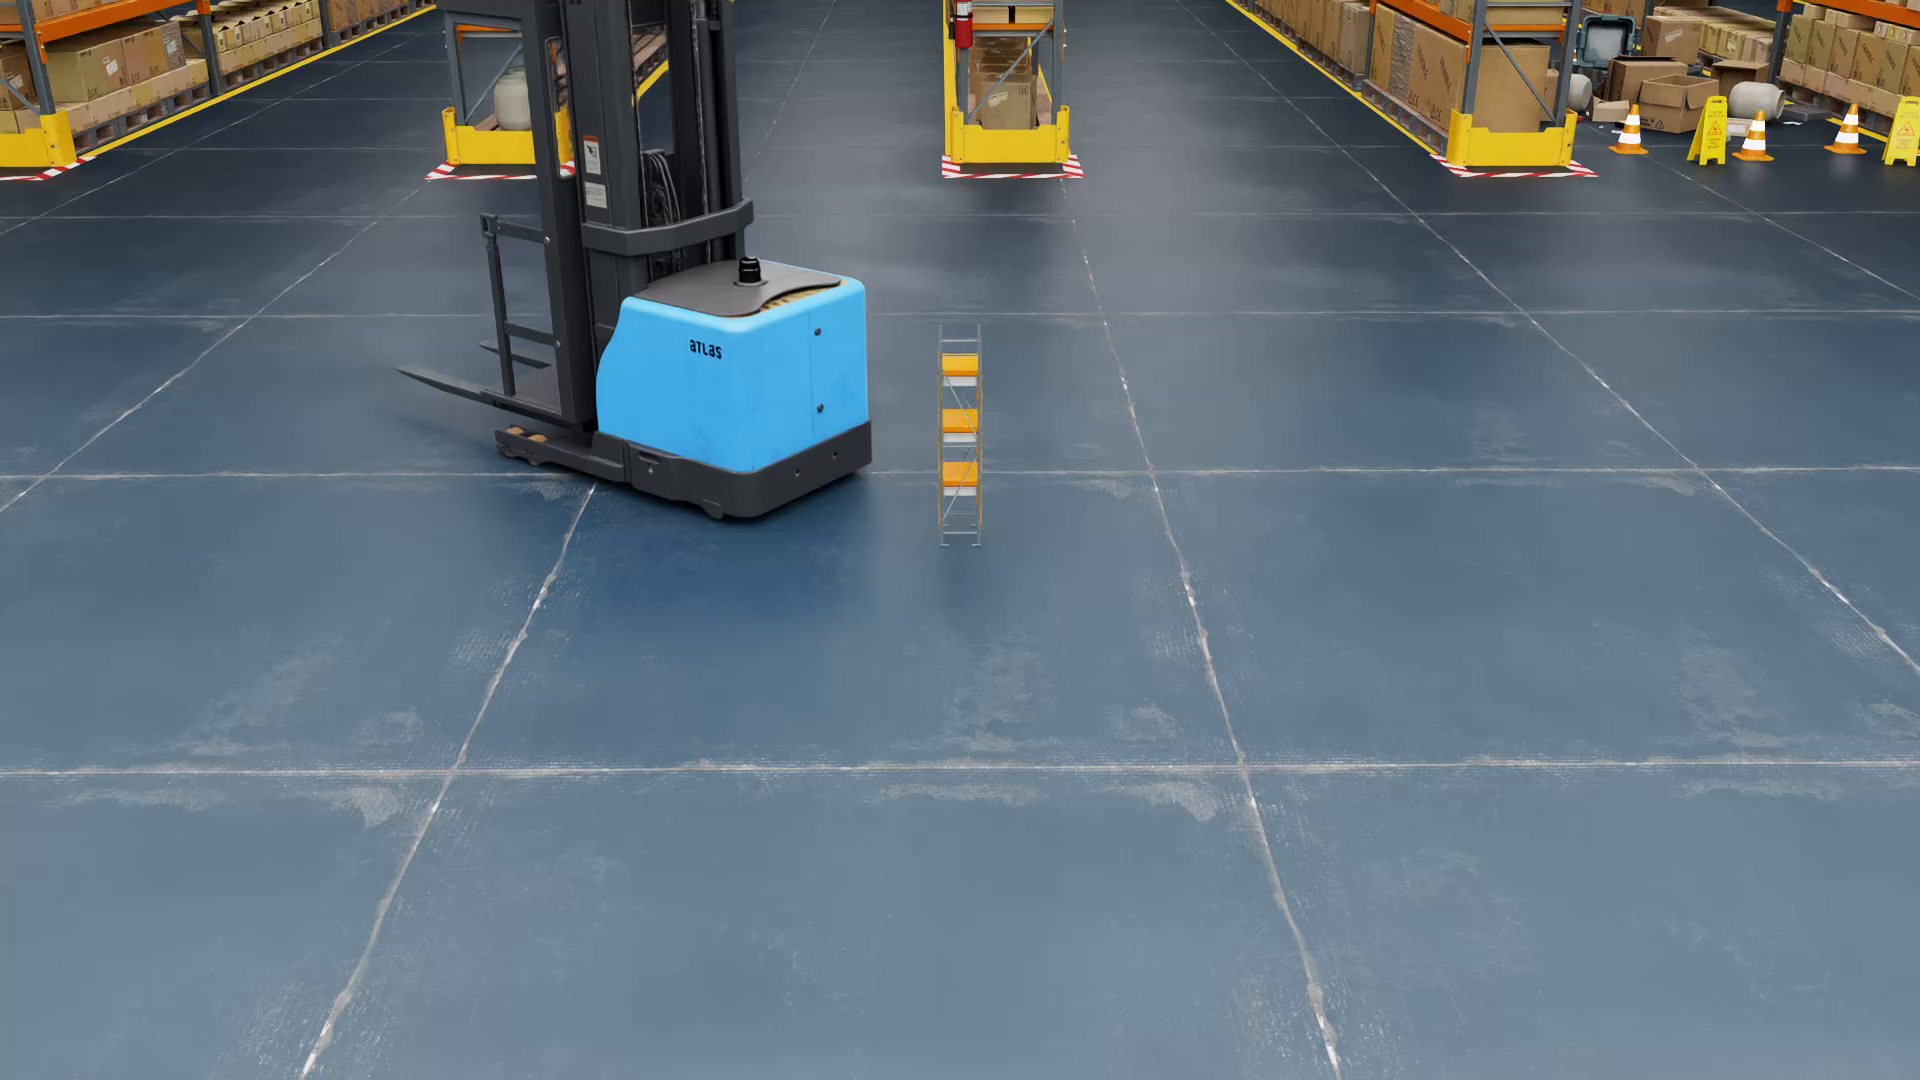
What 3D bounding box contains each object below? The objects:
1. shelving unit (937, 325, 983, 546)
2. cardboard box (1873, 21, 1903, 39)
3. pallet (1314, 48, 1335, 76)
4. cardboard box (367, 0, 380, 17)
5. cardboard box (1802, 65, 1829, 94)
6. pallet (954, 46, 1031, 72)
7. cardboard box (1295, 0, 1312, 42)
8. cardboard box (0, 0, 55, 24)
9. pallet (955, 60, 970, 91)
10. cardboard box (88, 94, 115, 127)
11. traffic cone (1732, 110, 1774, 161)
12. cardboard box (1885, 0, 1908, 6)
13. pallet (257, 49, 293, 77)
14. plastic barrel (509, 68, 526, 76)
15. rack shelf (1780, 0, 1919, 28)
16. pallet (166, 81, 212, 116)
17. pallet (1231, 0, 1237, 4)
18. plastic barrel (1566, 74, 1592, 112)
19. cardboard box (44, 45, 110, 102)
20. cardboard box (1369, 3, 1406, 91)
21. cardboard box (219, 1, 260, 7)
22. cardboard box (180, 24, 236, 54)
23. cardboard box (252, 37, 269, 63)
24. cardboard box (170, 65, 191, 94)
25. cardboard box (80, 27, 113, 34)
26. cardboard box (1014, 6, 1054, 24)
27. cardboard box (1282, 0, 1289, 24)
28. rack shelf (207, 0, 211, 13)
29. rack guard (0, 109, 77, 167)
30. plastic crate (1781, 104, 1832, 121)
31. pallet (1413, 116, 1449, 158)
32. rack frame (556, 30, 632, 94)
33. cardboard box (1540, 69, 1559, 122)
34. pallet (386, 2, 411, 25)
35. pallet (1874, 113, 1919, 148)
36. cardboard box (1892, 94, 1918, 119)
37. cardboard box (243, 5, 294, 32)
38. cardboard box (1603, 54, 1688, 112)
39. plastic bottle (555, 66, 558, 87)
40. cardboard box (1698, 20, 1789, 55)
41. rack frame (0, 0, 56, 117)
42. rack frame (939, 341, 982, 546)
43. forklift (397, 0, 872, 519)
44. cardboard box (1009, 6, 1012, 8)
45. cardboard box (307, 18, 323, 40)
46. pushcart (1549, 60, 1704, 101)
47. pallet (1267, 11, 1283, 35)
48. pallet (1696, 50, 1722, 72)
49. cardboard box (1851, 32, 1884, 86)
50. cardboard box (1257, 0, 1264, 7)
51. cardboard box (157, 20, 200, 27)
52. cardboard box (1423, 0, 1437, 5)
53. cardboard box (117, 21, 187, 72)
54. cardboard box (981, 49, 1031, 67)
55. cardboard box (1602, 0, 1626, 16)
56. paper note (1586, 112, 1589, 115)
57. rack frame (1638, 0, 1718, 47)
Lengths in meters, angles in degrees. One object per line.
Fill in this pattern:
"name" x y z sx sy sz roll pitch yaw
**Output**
"shelving unit" -0.001 -0.500 8.082 0.215 1.050 0.252 0 24 -1
"cardboard box" 10.061 -5.471 17.837 0.380 0.149 0.250 1 24 2
"pallet" 5.310 -6.339 22.009 1.003 0.211 1.213 0 24 -1
"cardboard box" -9.242 -8.300 25.461 0.500 0.500 0.500 -1 24 -2
"cardboard box" 10.112 -5.326 19.213 0.500 0.250 0.500 1 24 2
"pallet" 0.423 -6.361 22.059 1.003 0.211 1.213 0 24 -1
"cardboard box" 5.283 -7.351 23.083 1.050 0.750 0.750 -1 24 -1
"cardboard box" -9.405 -5.354 16.326 0.700 0.500 0.500 0 24 -1
"pallet" 0.439 -5.857 20.944 1.003 0.211 1.213 0 24 -1
"cardboard box" -9.205 -4.482 17.347 0.500 0.250 0.500 0 24 -1
"traffic cone" 8.002 -4.074 16.696 0.336 0.463 0.334 0 24 -1
"cardboard box" 10.101 -5.769 17.670 0.380 0.149 0.250 -1 24 -1
"pallet" -9.520 -6.301 21.925 1.003 0.211 1.213 0 24 -1
"plastic barrel" -4.549 -4.672 17.449 0.421 0.512 0.421 0 24 0
"rack shelf" 10.381 -5.700 18.085 1.077 0.370 4.000 0 24 -1
"pallet" -9.490 -5.166 19.415 1.003 0.211 1.213 0 24 -1
"pallet" 5.264 -9.594 29.207 1.003 0.211 1.213 0 24 -1
"plastic barrel" 6.956 -5.153 19.130 0.512 0.421 0.421 19 30 35
"cardboard box" -9.203 -4.824 17.193 0.500 0.500 0.500 0 24 -1
"cardboard box" 5.347 -5.751 19.395 0.875 0.875 0.875 0 24 0
"cardboard box" -9.774 -7.173 22.616 0.500 0.311 0.500 -1 24 -2
"cardboard box" -9.212 -6.129 20.309 0.500 0.311 0.500 0 24 0
"cardboard box" -9.226 -6.294 21.353 0.500 0.250 0.500 -1 24 -2
"cardboard box" -9.237 -5.306 19.170 0.500 0.250 0.500 0 24 -1
"cardboard box" -9.753 -5.440 18.554 0.500 0.500 0.500 0 24 -1
"cardboard box" 0.728 -5.163 16.330 0.380 0.149 0.250 0 24 -1
"cardboard box" 5.096 -7.972 24.761 0.500 0.500 0.500 1 24 2
"rack shelf" -9.478 -7.260 21.536 1.077 0.370 4.000 0 24 -1
"rack guard" -9.412 -3.967 16.414 1.175 0.500 0.348 0 24 -1
"plastic crate" 9.556 -4.871 18.922 0.402 0.080 0.583 -9 26 -19
"pallet" 5.367 -4.198 17.276 1.003 0.211 1.213 0 24 -1
"rack frame" -4.503 -6.785 19.611 1.000 3.000 0.127 0 24 -1
"cardboard box" 6.453 -5.015 18.728 0.500 0.500 0.500 4 25 9
"pallet" -9.497 -8.455 26.688 1.003 0.211 1.213 0 24 -1
"pallet" 10.428 -4.299 17.499 1.003 0.211 1.213 0 24 -1
"cardboard box" 10.124 -4.484 17.350 0.500 0.250 0.500 0 24 -1
"cardboard box" -9.233 -6.969 22.166 0.500 0.311 0.500 0 24 -1
"cardboard box" 7.833 -5.225 19.028 0.797 0.637 0.503 0 24 -1
"plastic bottle" -4.765 -5.444 19.328 0.144 0.351 0.185 0 24 -1
"cardboard box" 10.330 -6.644 21.980 0.950 0.372 0.625 1 24 1
"rack frame" -9.413 -5.116 15.921 1.000 3.000 0.127 0 24 -1
"rack frame" 0.001 -0.450 7.971 0.200 1.050 0.008 0 24 -1
"forklift" -1.967 -1.906 8.907 3.031 2.935 1.130 17 29 32
"cardboard box" 0.708 -5.678 17.469 0.380 0.149 0.250 0 24 -1
"cardboard box" -9.250 -7.135 23.213 0.500 0.250 0.500 0 24 1
"pushcart" 8.080 -5.626 20.231 1.648 0.377 0.936 -9 26 -19
"pallet" 5.349 -7.989 25.657 1.003 0.211 1.213 0 24 -1
"pallet" 10.333 -6.406 22.157 1.003 0.211 1.213 0 24 -1
"cardboard box" 10.125 -5.235 18.103 0.500 0.500 0.500 -1 24 -2
"cardboard box" 5.066 -8.831 26.659 0.500 0.500 0.500 1 24 1
"cardboard box" -9.759 -6.338 20.770 0.500 0.311 0.500 0 24 1
"cardboard box" 5.449 -6.036 17.775 0.875 0.550 0.500 0 24 -1
"cardboard box" -9.239 -5.648 19.015 0.500 0.500 0.500 0 24 -1
"cardboard box" 0.513 -5.203 18.638 0.500 0.500 0.500 -2 24 -5
"cardboard box" 10.385 -8.376 25.197 0.875 0.875 0.875 0 24 0
"paper note" 7.255 -4.880 19.012 0.172 0.023 0.155 8 26 18
"rack frame" 10.315 -8.500 23.403 1.000 3.000 0.127 0 24 -1
